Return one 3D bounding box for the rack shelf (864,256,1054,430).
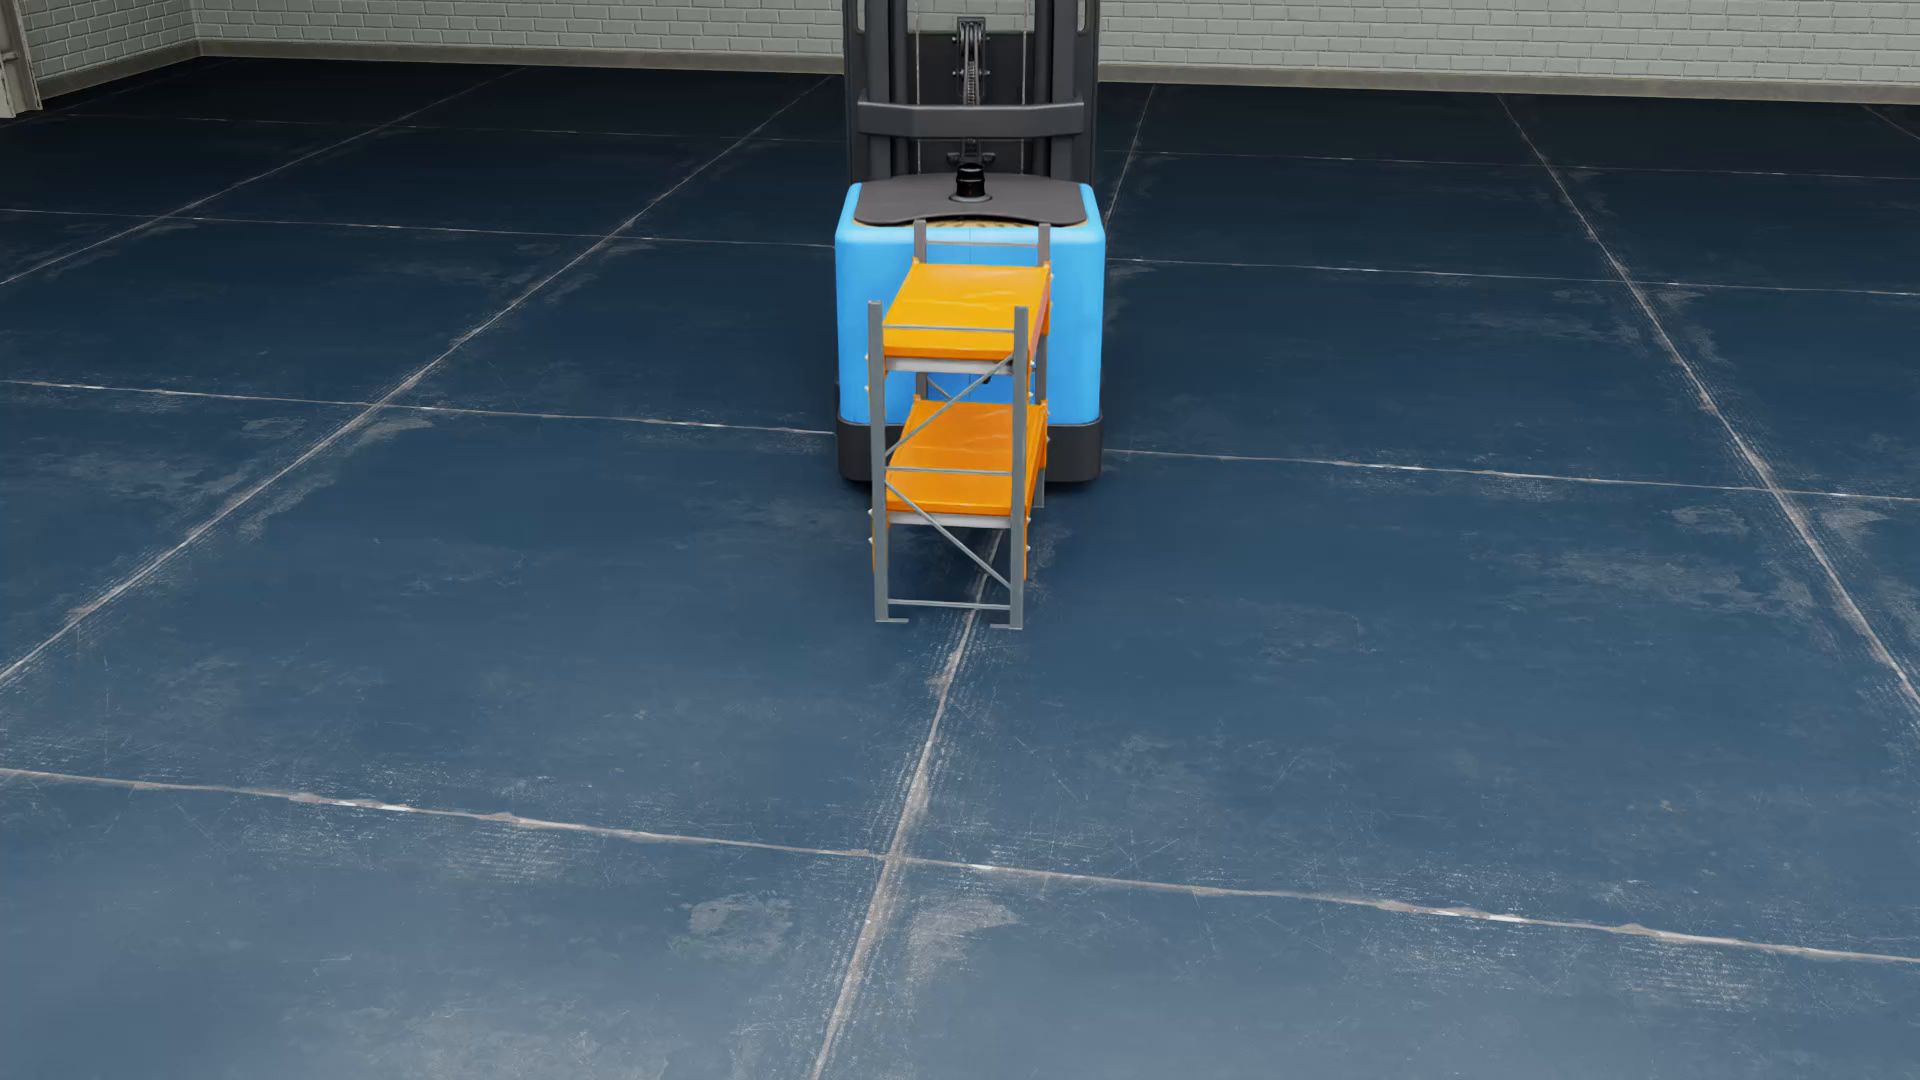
[{"bbox_3d":[0.021,-0.700,5.729,0.538,0.278,1.000,3,25,6],"label":"rack shelf"}]

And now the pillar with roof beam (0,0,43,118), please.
[{"bbox_3d":[-3.660,-7.339,11.313,9.100,9.000,0.400,4,25,9],"label":"pillar with roof beam"}]

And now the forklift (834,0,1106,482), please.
[{"bbox_3d":[0.049,-2.135,7.354,1.130,2.935,3.031,0,25,0],"label":"forklift"}]

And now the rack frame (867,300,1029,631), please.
[{"bbox_3d":[-0.038,-0.221,5.396,0.500,1.125,0.032,3,25,6],"label":"rack frame"}]

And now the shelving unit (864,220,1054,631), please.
[{"bbox_3d":[0.021,-0.435,5.853,0.538,1.125,1.048,3,25,6],"label":"shelving unit"}]

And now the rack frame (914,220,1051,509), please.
[{"bbox_3d":[0.080,-0.649,6.310,0.500,1.125,0.032,3,25,6],"label":"rack frame"}]

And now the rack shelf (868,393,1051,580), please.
[{"bbox_3d":[0.021,-0.214,5.957,0.538,0.278,1.000,3,25,6],"label":"rack shelf"}]
